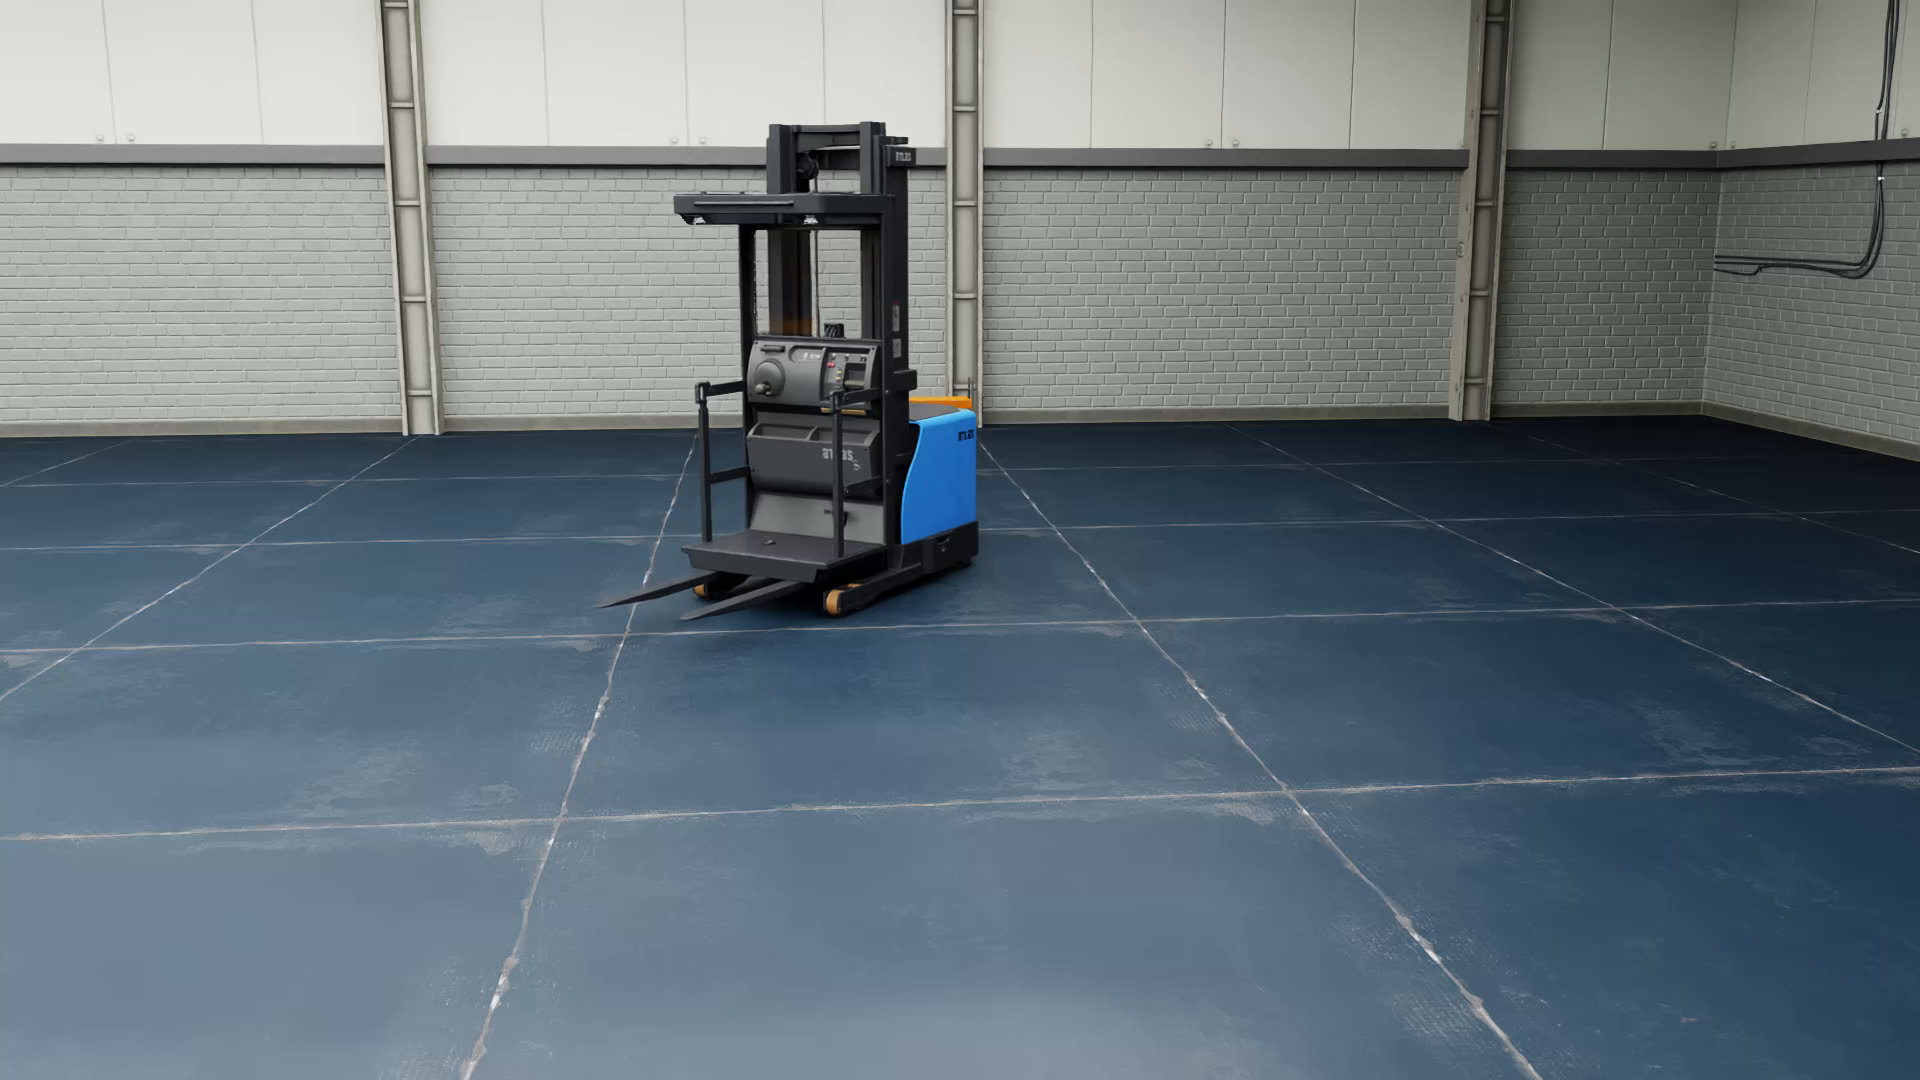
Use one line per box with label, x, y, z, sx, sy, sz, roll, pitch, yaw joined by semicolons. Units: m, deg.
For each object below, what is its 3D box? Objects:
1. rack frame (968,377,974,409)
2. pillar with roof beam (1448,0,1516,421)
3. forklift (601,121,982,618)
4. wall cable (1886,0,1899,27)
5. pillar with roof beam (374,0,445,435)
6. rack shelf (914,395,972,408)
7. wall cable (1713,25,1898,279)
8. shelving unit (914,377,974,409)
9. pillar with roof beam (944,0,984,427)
rack frame;0.078;-0.590;12.261;0.015;1.200;0.240;-1;11;-6
pillar with roof beam;6.474;-5.020;14.575;0.400;9.000;9.100;-1;11;-6
forklift;-1.002;-1.085;10.287;1.130;2.935;3.031;6;13;29
wall cable;9.373;-6.089;14.970;0.112;2.526;3.097;-1;11;-6
pillar with roof beam;-5.456;-4.770;13.304;0.400;9.000;9.100;-1;11;-6
rack shelf;-0.165;-0.971;12.159;0.480;0.148;0.258;-1;11;-6
wall cable;9.081;-4.130;18.096;0.112;2.526;3.097;-1;11;-6
shelving unit;-0.165;-0.585;12.235;0.503;1.200;0.258;-1;11;-6
pillar with roof beam;0.509;-4.895;13.939;0.400;9.000;9.100;-1;11;-6
